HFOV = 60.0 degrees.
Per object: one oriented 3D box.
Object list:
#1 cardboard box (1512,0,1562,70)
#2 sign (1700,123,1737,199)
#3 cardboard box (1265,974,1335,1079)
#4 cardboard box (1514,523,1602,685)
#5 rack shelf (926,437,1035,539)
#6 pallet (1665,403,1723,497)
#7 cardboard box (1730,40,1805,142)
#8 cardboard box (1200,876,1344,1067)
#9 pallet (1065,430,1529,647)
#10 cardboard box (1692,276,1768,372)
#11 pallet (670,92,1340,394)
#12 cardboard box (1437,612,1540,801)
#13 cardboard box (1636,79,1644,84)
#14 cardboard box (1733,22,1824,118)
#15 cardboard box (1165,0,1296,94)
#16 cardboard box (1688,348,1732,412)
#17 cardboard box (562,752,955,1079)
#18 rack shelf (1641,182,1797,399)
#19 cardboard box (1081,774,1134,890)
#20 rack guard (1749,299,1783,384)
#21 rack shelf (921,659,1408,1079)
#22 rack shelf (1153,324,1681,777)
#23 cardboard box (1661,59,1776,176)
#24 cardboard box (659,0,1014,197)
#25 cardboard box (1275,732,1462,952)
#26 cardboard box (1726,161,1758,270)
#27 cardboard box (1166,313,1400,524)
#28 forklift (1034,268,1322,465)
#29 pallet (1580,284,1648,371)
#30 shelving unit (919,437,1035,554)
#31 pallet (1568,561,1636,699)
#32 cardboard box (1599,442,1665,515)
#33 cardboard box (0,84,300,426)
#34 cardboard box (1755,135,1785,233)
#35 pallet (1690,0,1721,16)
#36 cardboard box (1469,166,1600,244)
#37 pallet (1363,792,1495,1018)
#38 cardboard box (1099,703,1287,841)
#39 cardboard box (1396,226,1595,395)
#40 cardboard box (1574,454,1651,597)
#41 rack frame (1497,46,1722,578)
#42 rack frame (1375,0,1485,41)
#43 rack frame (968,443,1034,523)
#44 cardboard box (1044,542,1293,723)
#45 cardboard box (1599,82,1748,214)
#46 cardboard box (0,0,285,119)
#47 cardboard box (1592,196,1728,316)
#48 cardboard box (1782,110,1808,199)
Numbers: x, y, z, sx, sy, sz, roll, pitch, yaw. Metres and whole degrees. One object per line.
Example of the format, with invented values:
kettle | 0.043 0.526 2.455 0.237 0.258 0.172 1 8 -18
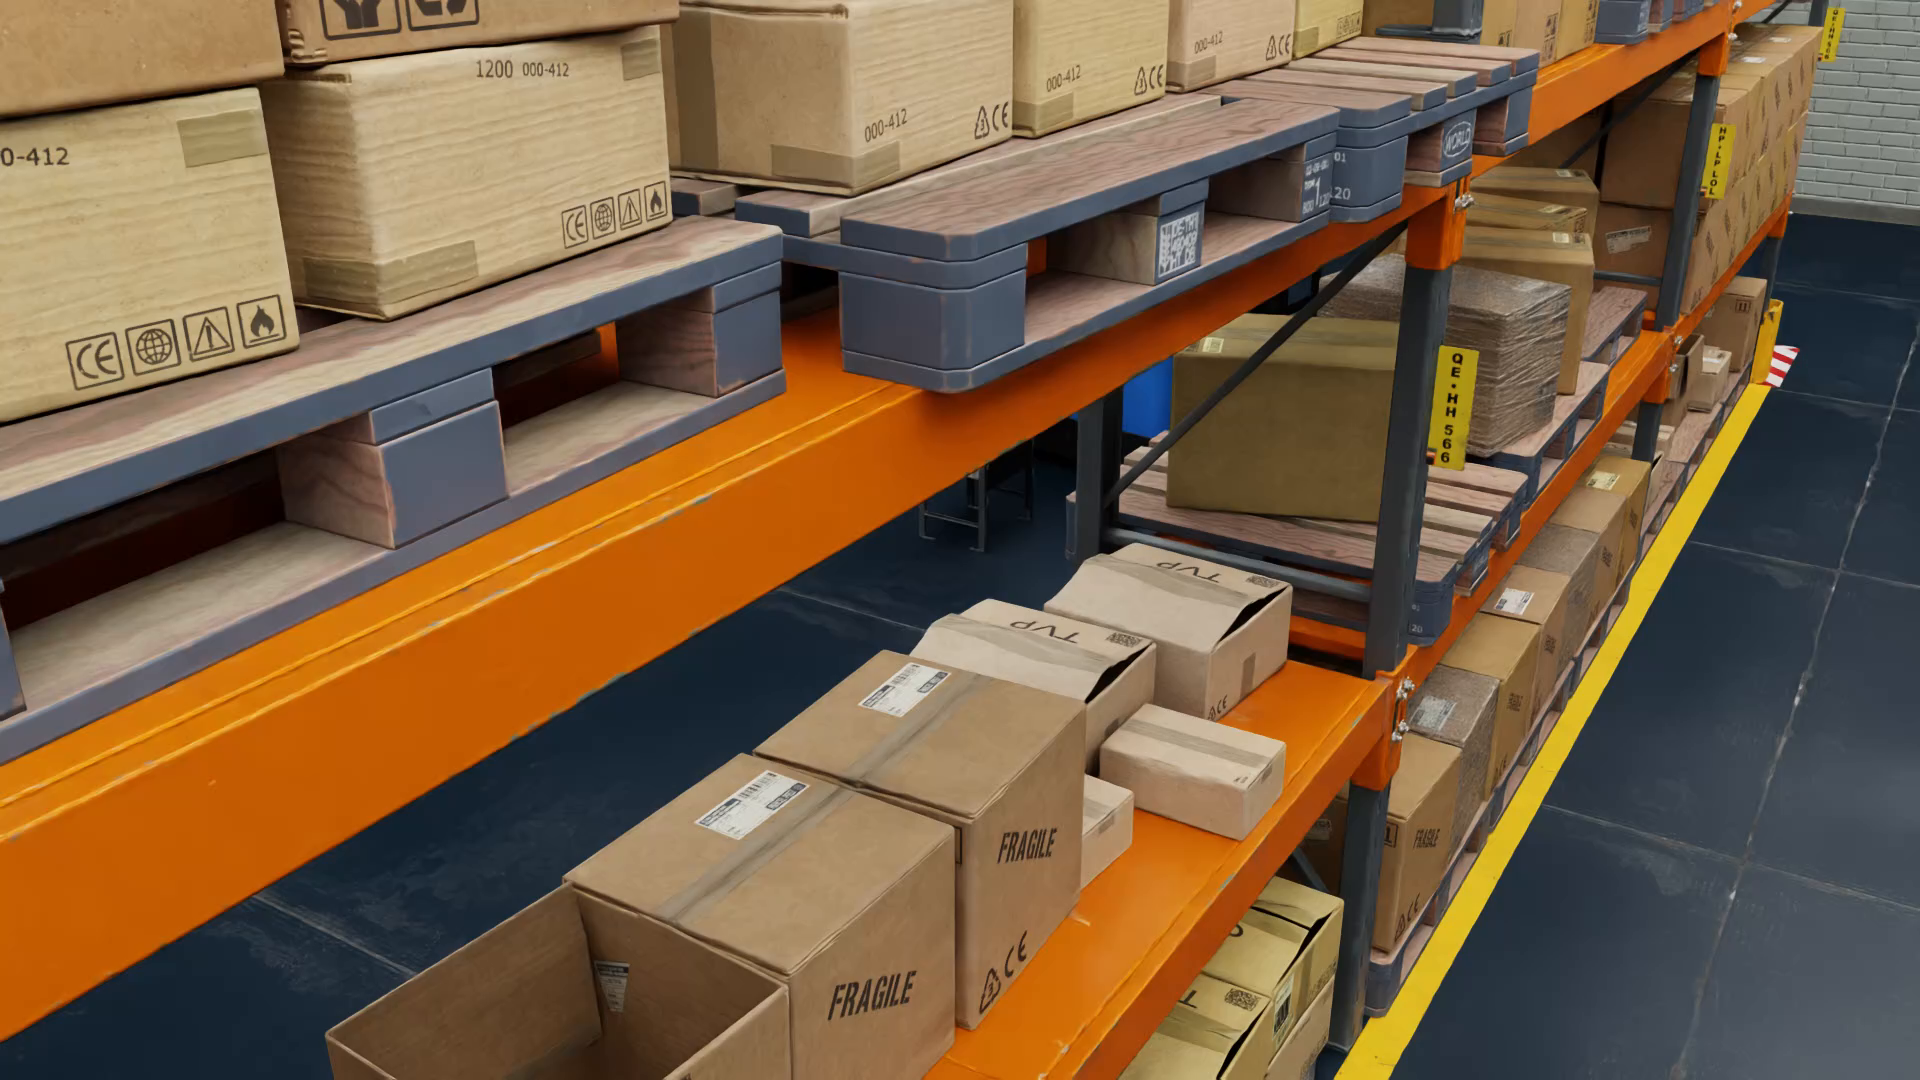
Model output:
cardboard box | 1.269 -1.672 4.935 0.910 0.500 0.500 14 27 29
sign | 3.382 -1.689 7.419 0.100 0.325 0.005 14 27 29
cardboard box | 0.728 1.375 4.731 0.500 0.250 0.500 15 27 30
cardboard box | 2.359 0.233 7.029 0.500 0.500 0.500 14 27 30
rack shelf | 0.087 -0.365 8.745 0.431 0.518 0.480 14 27 29
pallet | 3.914 -0.638 9.959 1.003 0.211 1.213 14 27 29
cardboard box | 4.482 -2.573 9.534 0.500 0.500 0.500 15 27 30
cardboard box | 0.731 1.117 4.620 0.500 0.311 0.500 15 27 30
pallet | 1.096 -0.078 5.397 1.213 0.211 1.003 14 27 29
cardboard box | 4.941 -1.443 10.900 0.500 0.500 0.500 14 27 29
pallet | -0.071 -0.587 2.792 1.003 0.211 1.213 15 28 31
cardboard box | 1.822 0.582 6.222 0.500 0.500 0.500 13 27 28
cardboard box | 3.223 -2.176 8.617 0.500 0.500 0.500 13 27 28
cardboard box | 5.017 -2.920 10.335 0.500 0.500 0.500 14 27 29
cardboard box | 0.346 -1.078 3.348 0.500 0.250 0.500 15 27 30
cardboard box | 4.414 -1.014 10.223 0.500 0.250 0.500 14 27 29
cardboard box | -0.350 0.779 3.050 0.500 0.500 0.500 14 27 29
rack shelf | 3.964 -1.618 9.617 1.077 0.370 4.000 14 27 29
cardboard box | 0.174 0.635 3.825 0.380 0.149 0.250 16 28 33
rack guard | 4.978 -1.450 11.471 1.175 0.500 0.348 14 27 29
rack shelf | -0.256 1.082 3.380 1.077 0.370 4.000 14 27 29
rack shelf | 1.854 -0.268 6.499 1.077 0.370 4.000 14 27 29
cardboard box | 3.939 -2.225 8.731 0.500 0.500 0.500 13 27 27
cardboard box | -0.251 -0.706 2.489 0.500 0.250 0.500 11 26 25
cardboard box | 1.281 0.928 5.422 0.500 0.500 0.500 15 28 31
cardboard box | 3.942 -1.776 8.950 0.500 0.500 0.500 14 27 29
cardboard box | 1.035 -0.398 5.239 0.700 0.500 0.500 5 24 11
forklift | 1.656 -2.202 10.147 1.130 2.935 3.031 17 29 34
pallet | 2.394 -0.938 7.383 1.003 0.211 1.213 14 27 29
shelving unit | 0.087 -1.019 8.462 0.431 2.100 0.503 14 27 29
pallet | 2.512 0.289 7.817 1.003 0.211 1.213 14 27 29
cardboard box | 3.314 -0.337 8.584 0.500 0.311 0.500 14 27 29
cardboard box | -0.978 -0.279 1.504 0.500 0.250 0.500 17 29 34
cardboard box | 4.475 -2.118 9.740 0.500 0.500 0.500 14 27 29
pallet | 2.505 -2.358 6.882 1.213 0.211 1.003 14 27 29
cardboard box | 2.469 -1.399 7.551 0.700 0.500 0.500 5 24 11
pallet | 1.225 1.113 5.914 1.003 0.211 1.213 14 27 29
cardboard box | 0.559 0.554 4.011 0.380 0.149 0.250 14 27 29
cardboard box | 2.029 -0.902 6.404 0.700 0.500 0.500 7 24 16
cardboard box | 2.892 -0.101 7.801 0.500 0.500 0.500 14 27 29
rack frame | 2.909 -1.273 7.915 1.000 3.000 0.127 14 27 29
rack frame | 0.799 -2.676 3.605 1.000 3.000 0.127 14 27 29
rack frame | 0.216 -1.102 8.652 0.400 2.100 0.015 14 27 29
cardboard box | 0.570 0.232 4.552 0.500 0.311 0.500 16 28 32
cardboard box | 3.396 -1.878 7.928 0.500 0.500 0.500 15 27 30
cardboard box | -0.953 -0.617 1.341 0.500 0.500 0.500 14 27 30
cardboard box | 3.409 -1.434 8.161 0.500 0.500 0.500 15 27 30
cardboard box | 5.013 -2.461 10.533 0.500 0.500 0.500 15 27 31
